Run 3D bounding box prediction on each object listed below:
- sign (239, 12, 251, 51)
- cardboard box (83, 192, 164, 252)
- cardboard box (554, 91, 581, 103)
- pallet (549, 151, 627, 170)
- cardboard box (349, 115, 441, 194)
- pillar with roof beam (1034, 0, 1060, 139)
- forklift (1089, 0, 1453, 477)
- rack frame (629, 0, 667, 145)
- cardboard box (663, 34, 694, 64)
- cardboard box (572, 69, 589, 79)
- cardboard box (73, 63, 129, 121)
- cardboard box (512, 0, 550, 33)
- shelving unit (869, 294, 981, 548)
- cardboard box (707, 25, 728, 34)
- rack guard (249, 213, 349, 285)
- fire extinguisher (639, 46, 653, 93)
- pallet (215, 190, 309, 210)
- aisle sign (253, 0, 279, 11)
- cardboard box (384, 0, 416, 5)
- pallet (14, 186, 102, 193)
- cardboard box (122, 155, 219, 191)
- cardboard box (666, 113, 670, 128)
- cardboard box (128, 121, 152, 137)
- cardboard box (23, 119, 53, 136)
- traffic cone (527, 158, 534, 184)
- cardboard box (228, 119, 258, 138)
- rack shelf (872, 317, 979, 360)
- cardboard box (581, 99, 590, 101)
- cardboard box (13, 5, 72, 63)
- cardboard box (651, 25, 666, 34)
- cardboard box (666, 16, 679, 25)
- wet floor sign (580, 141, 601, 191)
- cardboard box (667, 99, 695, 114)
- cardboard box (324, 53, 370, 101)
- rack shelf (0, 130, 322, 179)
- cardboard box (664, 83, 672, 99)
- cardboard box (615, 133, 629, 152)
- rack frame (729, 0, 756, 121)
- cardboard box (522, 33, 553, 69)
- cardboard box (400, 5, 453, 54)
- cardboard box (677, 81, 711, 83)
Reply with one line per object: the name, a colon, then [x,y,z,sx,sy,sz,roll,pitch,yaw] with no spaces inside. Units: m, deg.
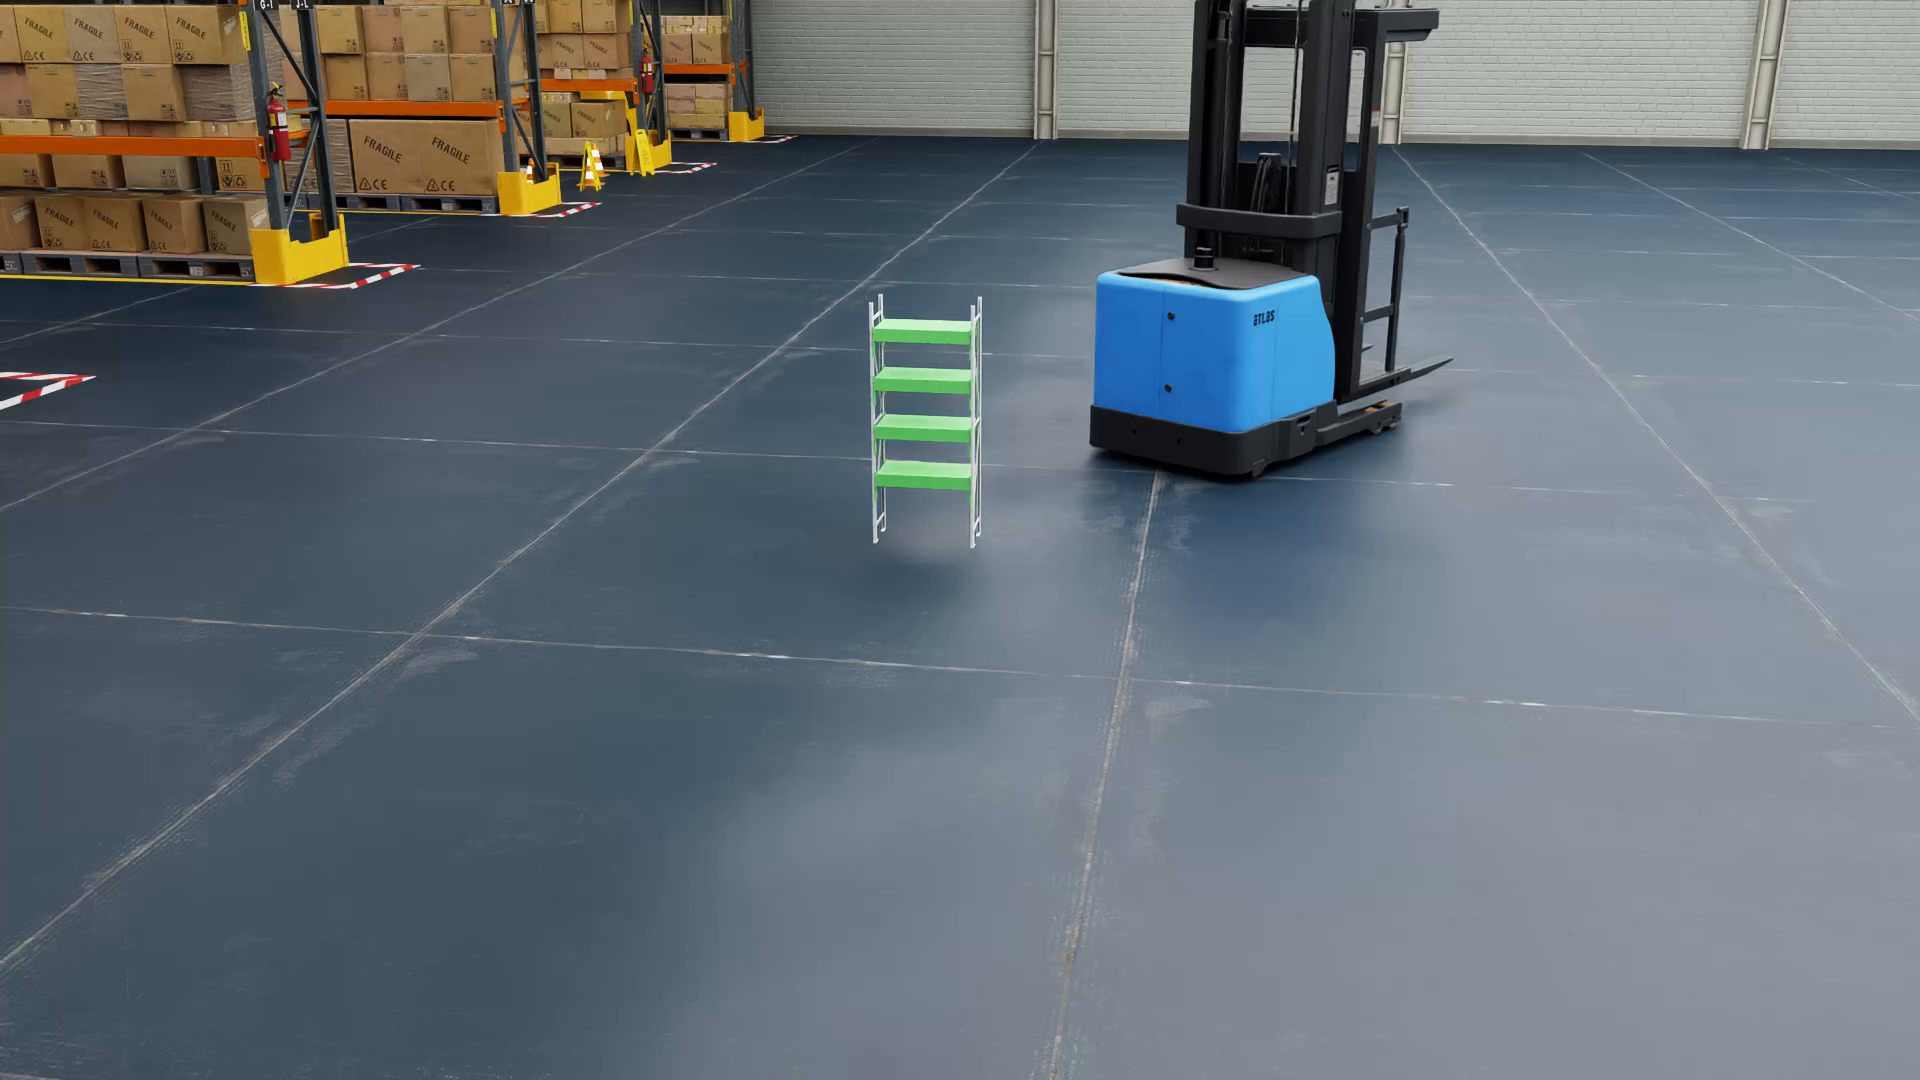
sign: [-6.306,-4.488,14.666,0.005,0.325,0.100,3,19,9]
cardboard box: [-8.023,-3.069,16.026,0.500,0.500,0.500,5,19,14]
cardboard box: [-5.832,-6.581,24.712,0.250,0.149,0.380,3,19,10]
pallet: [-5.498,-5.800,25.304,1.213,0.211,1.003,3,19,9]
cardboard box: [-6.861,-4.759,20.486,0.875,0.875,0.875,3,19,8]
pillar with roof beam: [0.854,-10.133,24.407,0.400,9.000,9.100,3,19,9]
forklift: [2.106,-2.132,10.056,1.130,2.935,3.031,16,24,39]
rack frame: [-4.626,-7.066,24.695,0.127,3.000,1.000,3,19,9]
cardboard box: [-4.881,-8.641,29.242,0.500,0.500,0.500,4,19,10]
cardboard box: [-5.547,-6.897,24.584,0.250,0.149,0.380,3,19,8]
cardboard box: [-7.736,-4.213,15.540,0.500,0.500,0.875,3,19,9]
cardboard box: [-6.183,-7.708,24.409,0.500,0.500,0.700,3,19,8]
shelving unit: [-0.163,-0.577,8.138,0.503,1.200,0.258,3,19,9]
cardboard box: [-4.229,-8.906,29.014,0.250,0.149,0.380,3,19,9]
rack guard: [-6.273,-2.780,15.824,0.348,0.500,1.175,3,19,9]
fire extinguisher: [-4.586,-6.880,24.259,0.183,0.674,0.296,3,19,9]
pallet: [-8.522,-4.327,20.902,1.213,0.211,1.003,3,19,9]
aisle sign: [-6.184,-5.097,14.714,0.004,0.787,0.394,3,19,9]
cardboard box: [-8.175,-7.840,24.806,0.500,0.500,0.700,3,19,8]
pallet: [-11.243,-4.465,21.316,1.213,0.211,1.003,3,19,9]
cardboard box: [-9.888,-4.847,20.946,0.750,0.750,1.050,3,19,8]
cardboard box: [-5.338,-7.498,29.655,0.500,0.250,0.500,3,19,9]
cardboard box: [-7.498,-3.845,15.462,0.250,0.149,0.380,3,19,9]
cardboard box: [-8.500,-3.868,15.531,0.250,0.149,0.380,3,19,9]
traffic cone: [-5.611,-4.779,21.857,0.334,0.463,0.336,3,19,9]
cardboard box: [-6.512,-3.792,15.306,0.250,0.149,0.380,3,19,9]
rack shelf: [-0.163,-0.972,8.006,0.480,0.148,0.258,3,19,9]
cardboard box: [-5.919,-6.470,25.404,0.500,0.500,0.500,2,19,7]
cardboard box: [-8.260,-4.652,15.276,0.500,0.500,0.500,3,19,9]
cardboard box: [-5.247,-8.957,29.165,0.250,0.149,0.380,2,19,7]
cardboard box: [-4.975,-9.113,29.163,0.250,0.149,0.380,3,19,9]
wet floor sign: [-4.969,-5.013,22.268,0.232,0.644,0.267,0,19,-1]
cardboard box: [-4.866,-7.709,29.500,0.500,0.250,0.500,3,19,8]
cardboard box: [-7.294,-5.688,20.340,0.500,0.550,0.875,3,19,9]
rack shelf: [-8.173,-3.721,15.831,4.000,0.370,1.077,3,19,9]
cardboard box: [-5.351,-7.963,29.470,0.500,0.250,0.500,3,19,9]
cardboard box: [-5.379,-6.089,25.445,0.500,0.250,0.500,3,19,8]
rack frame: [-3.842,-8.622,29.343,0.127,3.000,1.000,3,19,9]
cardboard box: [-6.193,-7.249,24.614,0.500,0.500,0.500,3,19,8]
cardboard box: [-6.229,-6.123,19.939,0.550,0.550,0.875,3,19,9]
cardboard box: [-4.781,-8.099,29.876,0.500,0.250,0.500,3,19,9]
